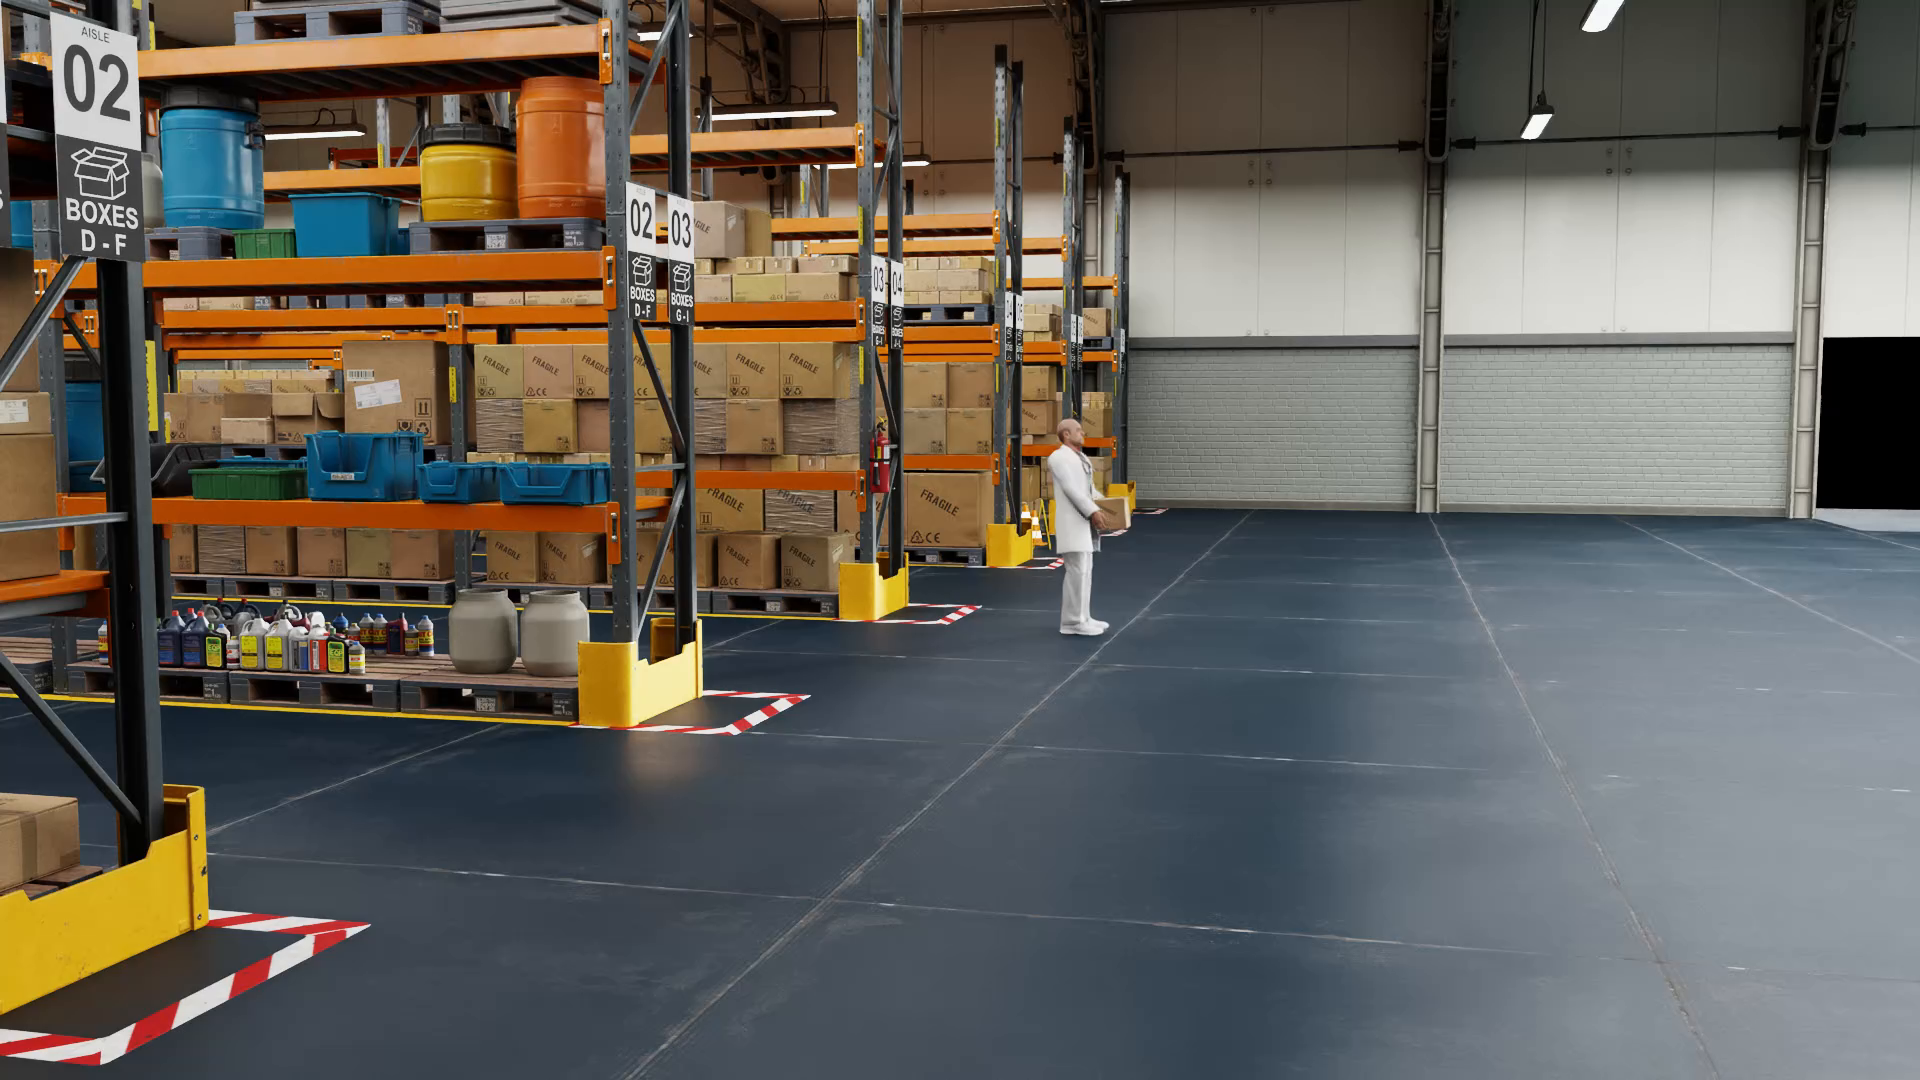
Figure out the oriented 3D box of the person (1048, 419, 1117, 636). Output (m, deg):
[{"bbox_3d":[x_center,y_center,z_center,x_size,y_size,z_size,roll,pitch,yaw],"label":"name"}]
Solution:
[{"bbox_3d":[1.046,-0.114,13.813,0.544,1.779,0.545,3,5,28],"label":"person"}]
